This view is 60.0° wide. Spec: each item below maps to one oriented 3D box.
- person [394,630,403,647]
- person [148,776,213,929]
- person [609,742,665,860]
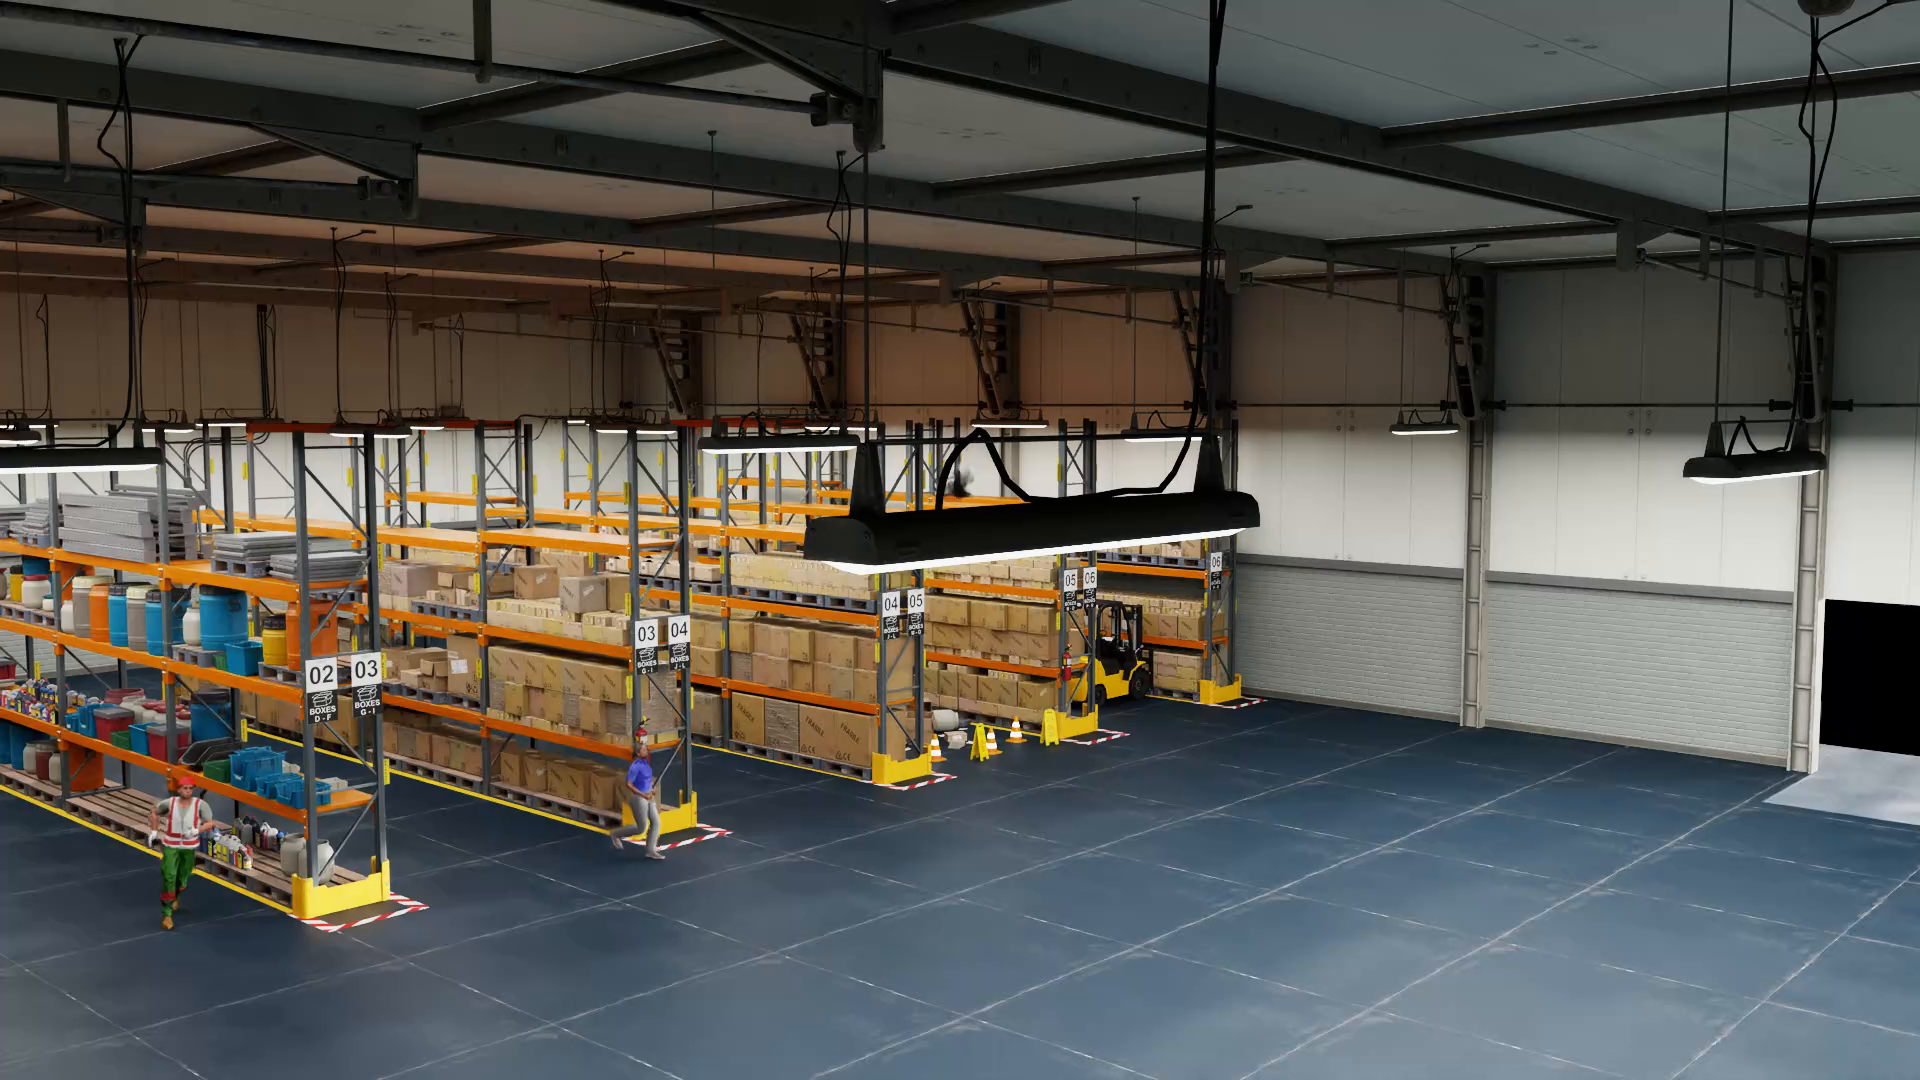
[{"bbox_3d":[-13.345,2.290,39.868,0.638,1.539,0.529,-2,5,-25],"label":"person"},{"bbox_3d":[-9.550,3.761,20.401,0.730,1.741,0.989,-2,5,-27],"label":"person"},{"bbox_3d":[-4.479,3.637,23.219,0.797,1.637,0.600,1,5,12],"label":"person"}]
